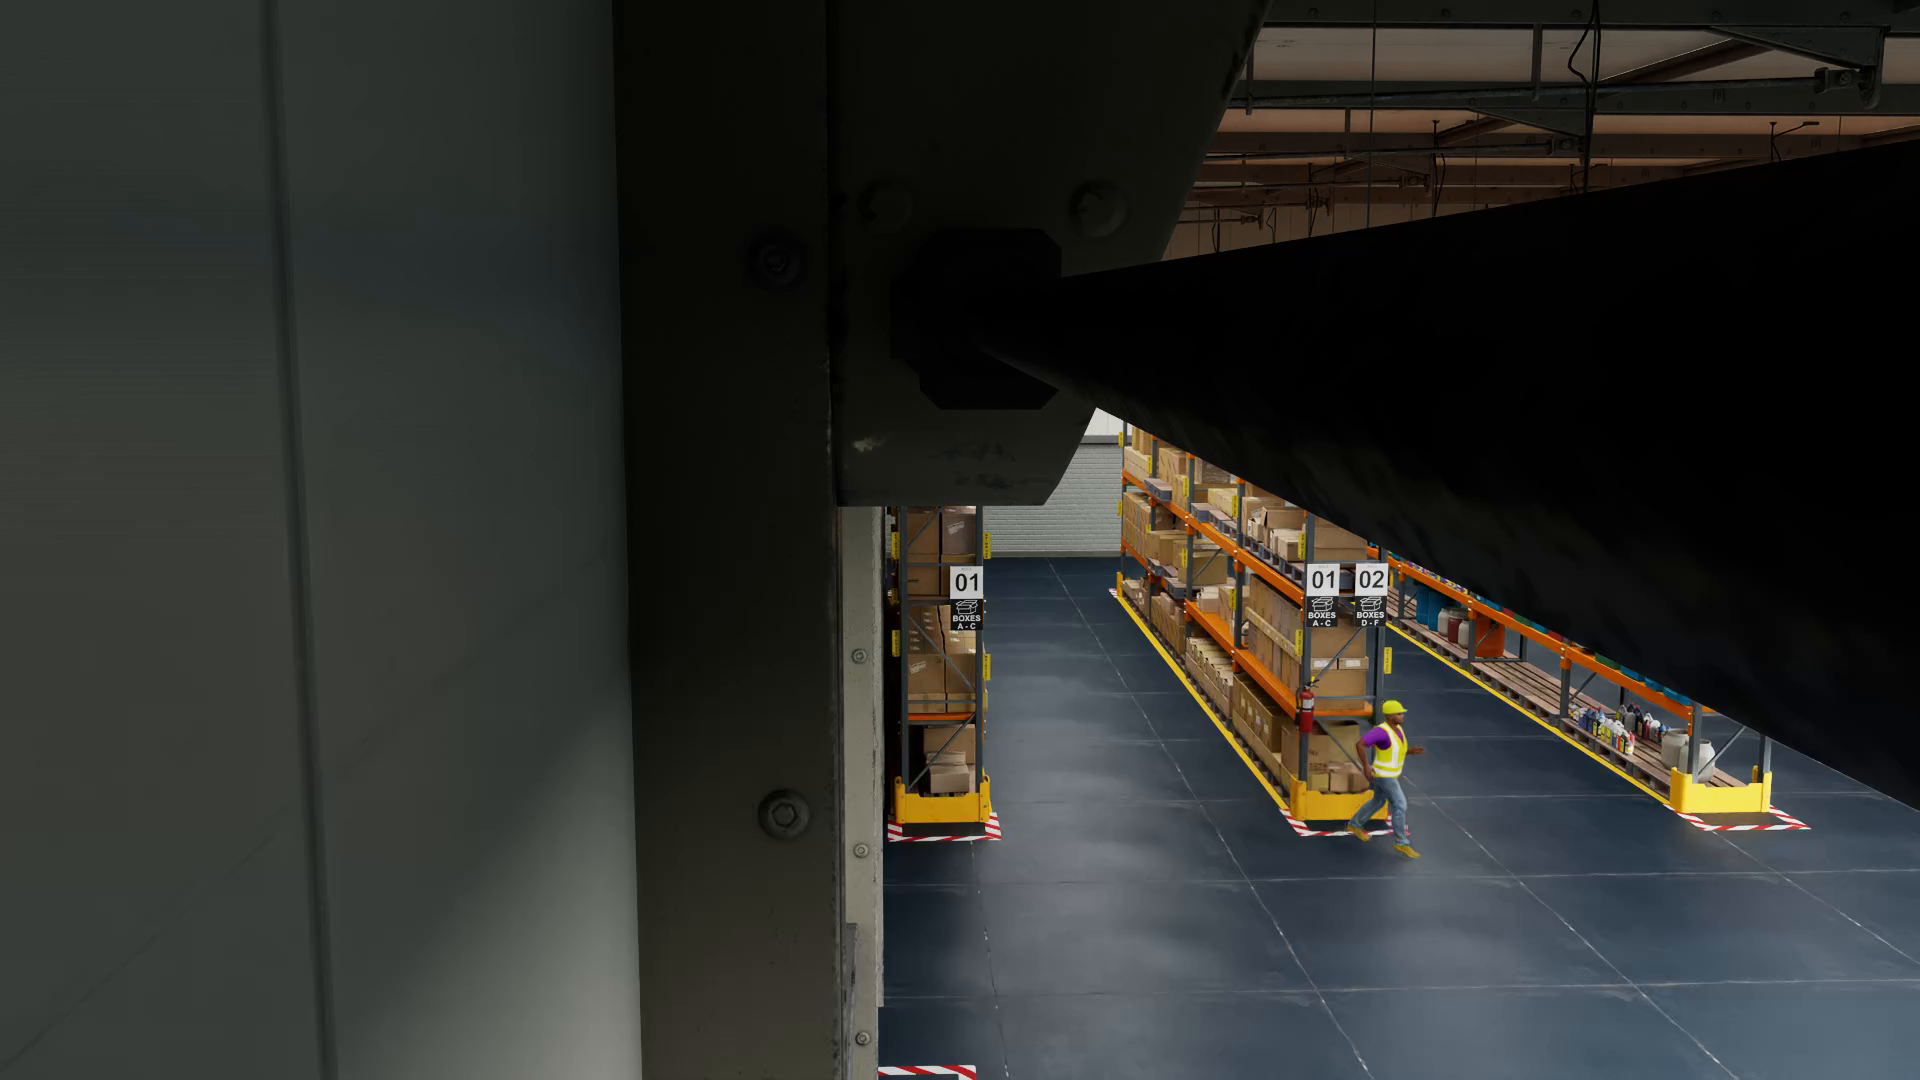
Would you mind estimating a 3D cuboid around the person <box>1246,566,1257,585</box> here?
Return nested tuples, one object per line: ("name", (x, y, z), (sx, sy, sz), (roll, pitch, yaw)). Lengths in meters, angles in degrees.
("person", (6.061, 0.684, 34.275), (0.604, 1.666, 0.791), (0, 8, -3))

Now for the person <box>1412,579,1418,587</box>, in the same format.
("person", (10.301, 0.257, 37.238), (0.762, 1.701, 0.565), (-7, 11, -42))

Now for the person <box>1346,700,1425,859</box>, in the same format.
("person", (4.936, 2.738, 19.297), (0.907, 1.803, 0.685), (5, 9, 30))
